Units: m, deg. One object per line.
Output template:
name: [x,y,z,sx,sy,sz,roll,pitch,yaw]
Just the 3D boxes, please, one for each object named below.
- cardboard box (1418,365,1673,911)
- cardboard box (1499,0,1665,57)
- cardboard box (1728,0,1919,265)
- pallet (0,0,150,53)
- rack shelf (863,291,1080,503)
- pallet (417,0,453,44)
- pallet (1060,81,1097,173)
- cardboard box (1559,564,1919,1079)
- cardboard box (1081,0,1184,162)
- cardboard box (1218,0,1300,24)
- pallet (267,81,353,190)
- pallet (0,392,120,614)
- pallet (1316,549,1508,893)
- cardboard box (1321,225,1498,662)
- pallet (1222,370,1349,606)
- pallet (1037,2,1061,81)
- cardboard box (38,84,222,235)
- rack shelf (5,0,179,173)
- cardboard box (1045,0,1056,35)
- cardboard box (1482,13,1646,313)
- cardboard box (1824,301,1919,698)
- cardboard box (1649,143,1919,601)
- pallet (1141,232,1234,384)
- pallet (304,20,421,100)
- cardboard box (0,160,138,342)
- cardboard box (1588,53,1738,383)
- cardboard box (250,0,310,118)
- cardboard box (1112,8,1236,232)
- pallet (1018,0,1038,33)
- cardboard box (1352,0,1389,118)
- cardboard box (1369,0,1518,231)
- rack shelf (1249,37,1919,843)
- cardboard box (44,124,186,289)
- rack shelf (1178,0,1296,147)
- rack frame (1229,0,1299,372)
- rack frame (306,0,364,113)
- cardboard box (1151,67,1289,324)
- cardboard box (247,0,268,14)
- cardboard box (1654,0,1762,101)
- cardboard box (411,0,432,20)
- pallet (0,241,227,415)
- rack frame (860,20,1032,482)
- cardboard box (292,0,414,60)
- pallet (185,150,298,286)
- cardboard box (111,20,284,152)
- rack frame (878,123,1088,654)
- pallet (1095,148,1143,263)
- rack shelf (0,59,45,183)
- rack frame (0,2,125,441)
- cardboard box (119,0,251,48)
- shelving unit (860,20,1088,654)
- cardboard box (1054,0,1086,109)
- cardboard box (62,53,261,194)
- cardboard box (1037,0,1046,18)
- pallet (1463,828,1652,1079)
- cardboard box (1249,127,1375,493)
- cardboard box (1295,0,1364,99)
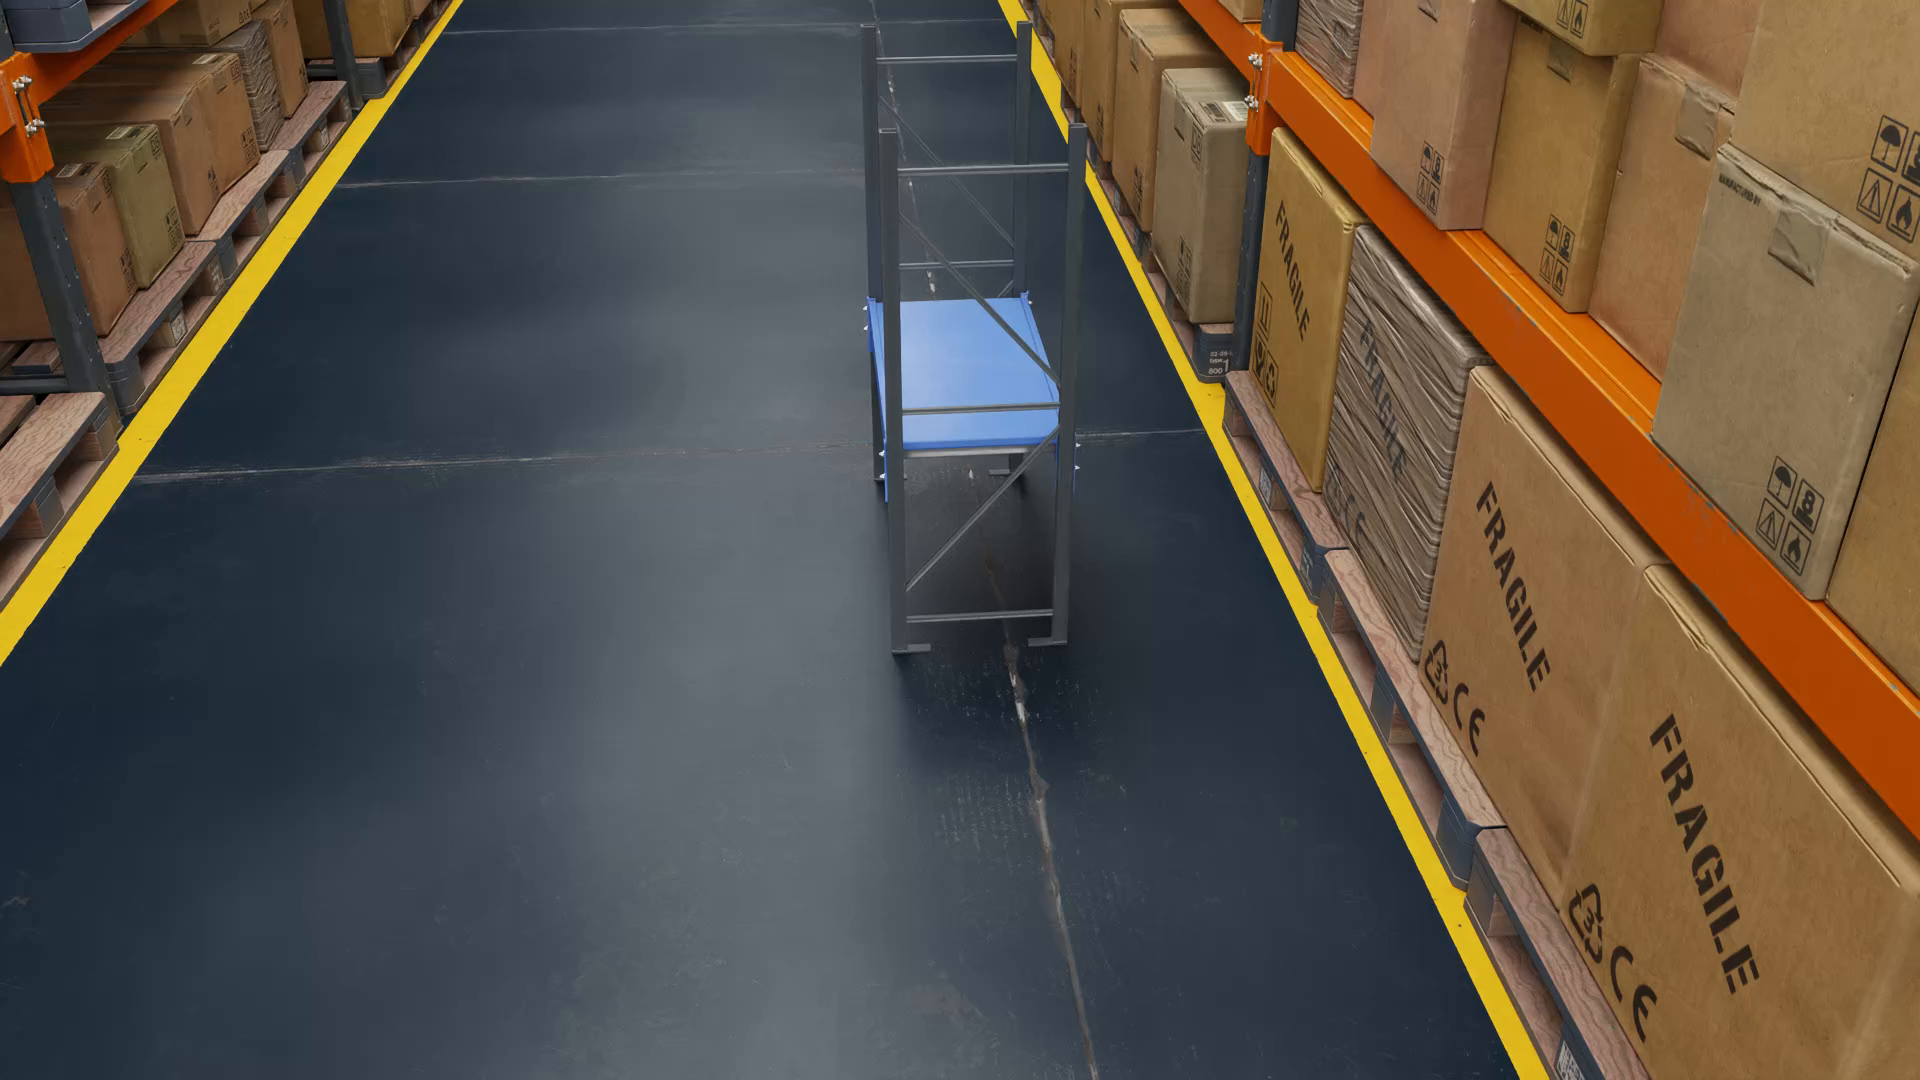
cardboard box: [1.648,0.171,3.701,0.875,0.875,0.875,-3,31,-5]
cardboard box: [1.626,-1.321,3.337,0.875,0.550,0.500,-3,31,-5]
cardboard box: [1.722,-0.764,2.405,0.875,0.550,0.550,-3,31,-5]
pallet: [-3.386,-1.939,5.759,1.003,0.211,1.213,-3,31,-5]
rack shelf: [0.008,-0.446,4.885,0.538,0.185,1.000,-3,31,-5]
pallet: [-3.943,-3.497,10.899,1.003,0.211,1.213,-3,31,-5]
pallet: [1.113,-2.250,8.810,1.003,0.211,1.213,-3,31,-5]
cardboard box: [1.733,0.620,2.949,0.875,0.875,0.875,-3,31,-4]
cardboard box: [1.167,-2.306,7.970,1.050,0.750,0.750,-2,31,-4]
cardboard box: [1.173,-2.107,5.755,0.500,0.500,0.500,-3,31,-5]
pallet: [-3.762,-2.071,8.511,1.003,0.211,1.213,-3,31,-5]
pallet: [-3.362,-0.086,5.189,1.003,0.211,1.213,-3,31,-5]
pallet: [1.598,0.403,4.370,1.003,0.211,1.213,-3,31,-5]
cardboard box: [1.565,-0.294,4.480,0.875,0.875,0.875,-3,31,-4]
pallet: [1.481,-0.222,5.415,1.003,0.211,1.213,-3,31,-5]
pallet: [1.043,-3.055,10.158,1.003,0.211,1.213,-3,31,-5]
cardboard box: [-3.574,-1.585,6.987,0.700,0.500,0.500,-5,31,-9]
rack shelf: [-3.647,-2.337,6.939,1.077,0.370,4.000,-3,31,-5]
cardboard box: [0.793,-3.283,9.850,0.500,0.500,0.500,-3,31,-5]
cardboard box: [1.691,-0.860,3.619,0.875,0.550,0.500,-3,31,-5]
cardboard box: [1.782,-0.020,2.212,0.875,0.550,0.550,-3,31,-5]
cardboard box: [1.709,-0.300,2.681,0.875,0.550,0.550,-3,31,-5]
pallet: [1.341,-1.004,6.725,1.003,0.211,1.213,-3,31,-5]
pallet: [-3.832,-2.876,9.859,1.003,0.211,1.213,-3,31,-5]
cardboard box: [-3.496,-1.055,6.099,0.700,0.500,0.500,-5,31,-8]
cardboard box: [1.782,-0.592,3.169,0.875,0.550,0.550,-3,31,-5]
cardboard box: [-3.751,-2.441,8.421,0.700,0.500,0.500,-4,31,-7]
cardboard box: [1.254,-1.830,7.174,1.050,0.750,0.750,-3,31,-5]
pallet: [0.932,-3.676,11.199,1.003,0.211,1.213,-3,31,-5]
cardboard box: [1.608,-1.408,4.535,0.875,0.550,0.550,-3,31,-5]
cardboard box: [1.542,-1.126,4.064,0.875,0.550,0.550,-3,31,-5]
rack shelf: [1.675,-0.481,3.831,1.077,0.370,4.000,-3,31,-5]
cardboard box: [-3.521,-1.299,6.509,0.700,0.500,0.500,-3,31,-5]
rack shelf: [1.301,-2.523,7.250,1.077,0.370,4.000,-3,31,-5]
rack frame: [1.488,-1.811,5.356,1.000,3.000,0.127,-3,31,-5]
rack frame: [-3.833,-3.667,8.464,1.000,3.000,0.127,-3,31,-5]
cardboard box: [1.340,-1.338,6.349,1.050,0.750,0.750,-3,31,-5]
cardboard box: [-3.741,-2.764,8.229,0.500,0.250,0.500,-2,31,-3]
cardboard box: [1.805,-1.057,2.894,0.875,0.550,0.550,-3,31,-5]
cardboard box: [-3.953,-3.744,10.255,1.225,0.875,0.875,-3,31,-4]
pallet: [-3.534,-0.825,6.425,1.003,0.211,1.213,-3,31,-5]
rack frame: [-0.040,-0.860,5.227,0.500,1.500,0.032,-3,31,-5]
cardboard box: [-3.877,-3.288,9.492,1.225,0.875,0.875,-4,31,-7]
pallet: [-3.651,-1.449,7.470,1.003,0.211,1.213,-3,31,-5]
cardboard box: [-3.686,-2.159,7.948,0.700,0.500,0.500,-5,31,-9]
rack frame: [0.055,-0.341,4.358,0.500,1.500,0.032,-3,31,-5]
pallet: [1.224,-1.628,7.770,1.003,0.211,1.213,-3,31,-5]
rack shelf: [-3.273,-0.295,3.520,1.077,0.370,4.000,-3,31,-5]
rack frame: [-3.460,-1.625,5.045,1.000,3.000,0.127,-3,31,-5]
cardboard box: [-3.681,-2.494,7.777,0.500,0.250,0.500,1,31,1]
shelving unit: [0.008,-0.600,4.792,0.538,1.500,1.048,-3,31,-5]
cardboard box: [1.082,-2.752,8.717,1.050,0.750,0.750,-3,31,-5]
cardboard box: [-3.627,-1.870,7.464,0.700,0.500,0.500,0,31,0]
cardboard box: [0.748,-3.549,10.294,0.500,0.500,0.500,-2,31,-3]
pallet: [1.709,1.024,3.329,1.003,0.211,1.213,-3,31,-5]
cardboard box: [1.477,-0.754,5.250,0.875,0.875,0.875,-2,31,-4]
cardboard box: [1.534,-1.687,5.003,0.875,0.550,0.550,-3,31,-5]
